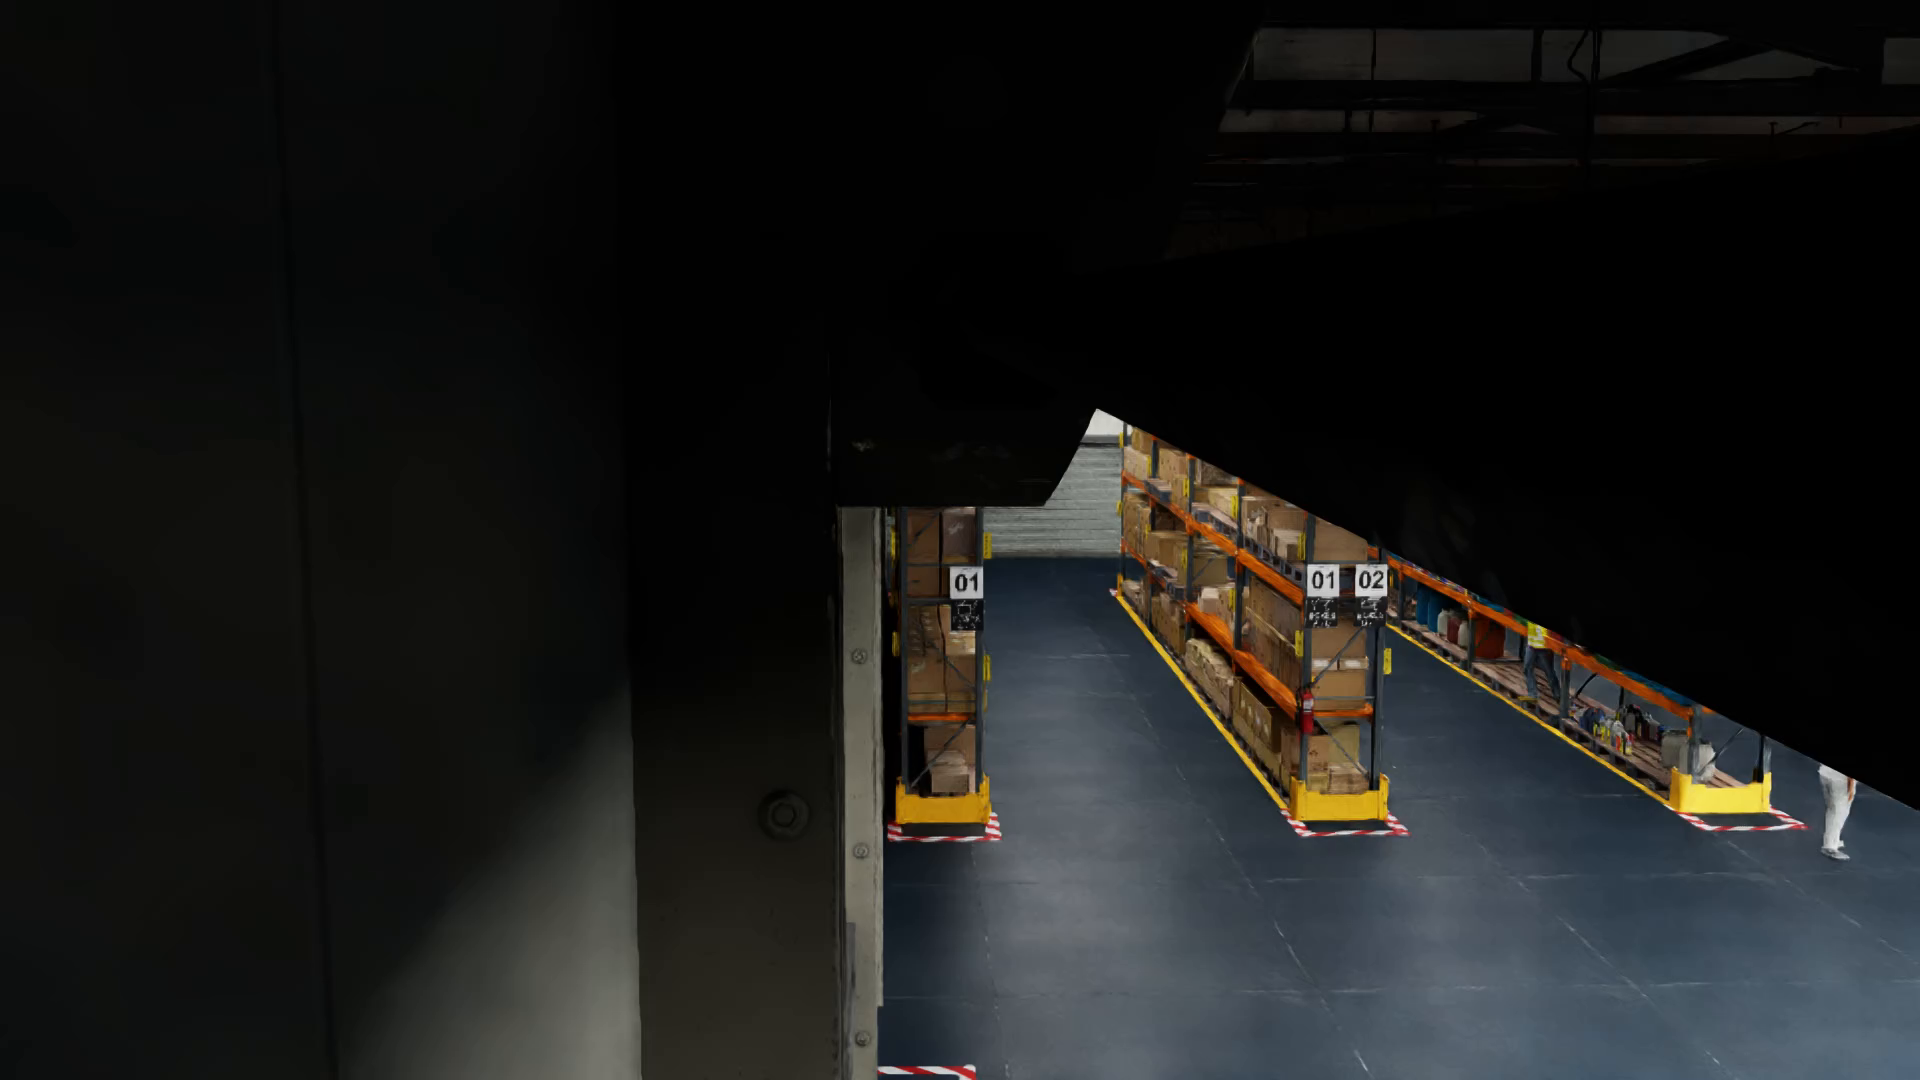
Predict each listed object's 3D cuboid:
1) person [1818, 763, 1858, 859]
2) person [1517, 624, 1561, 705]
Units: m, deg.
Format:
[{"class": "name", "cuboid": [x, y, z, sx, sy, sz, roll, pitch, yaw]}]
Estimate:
[{"class": "person", "cuboid": [10.209, 2.821, 19.290, 0.493, 1.639, 0.677, -1, 8, -7]}, {"class": "person", "cuboid": [9.020, 1.658, 25.745, 0.590, 1.746, 0.718, -2, 8, -17]}]
